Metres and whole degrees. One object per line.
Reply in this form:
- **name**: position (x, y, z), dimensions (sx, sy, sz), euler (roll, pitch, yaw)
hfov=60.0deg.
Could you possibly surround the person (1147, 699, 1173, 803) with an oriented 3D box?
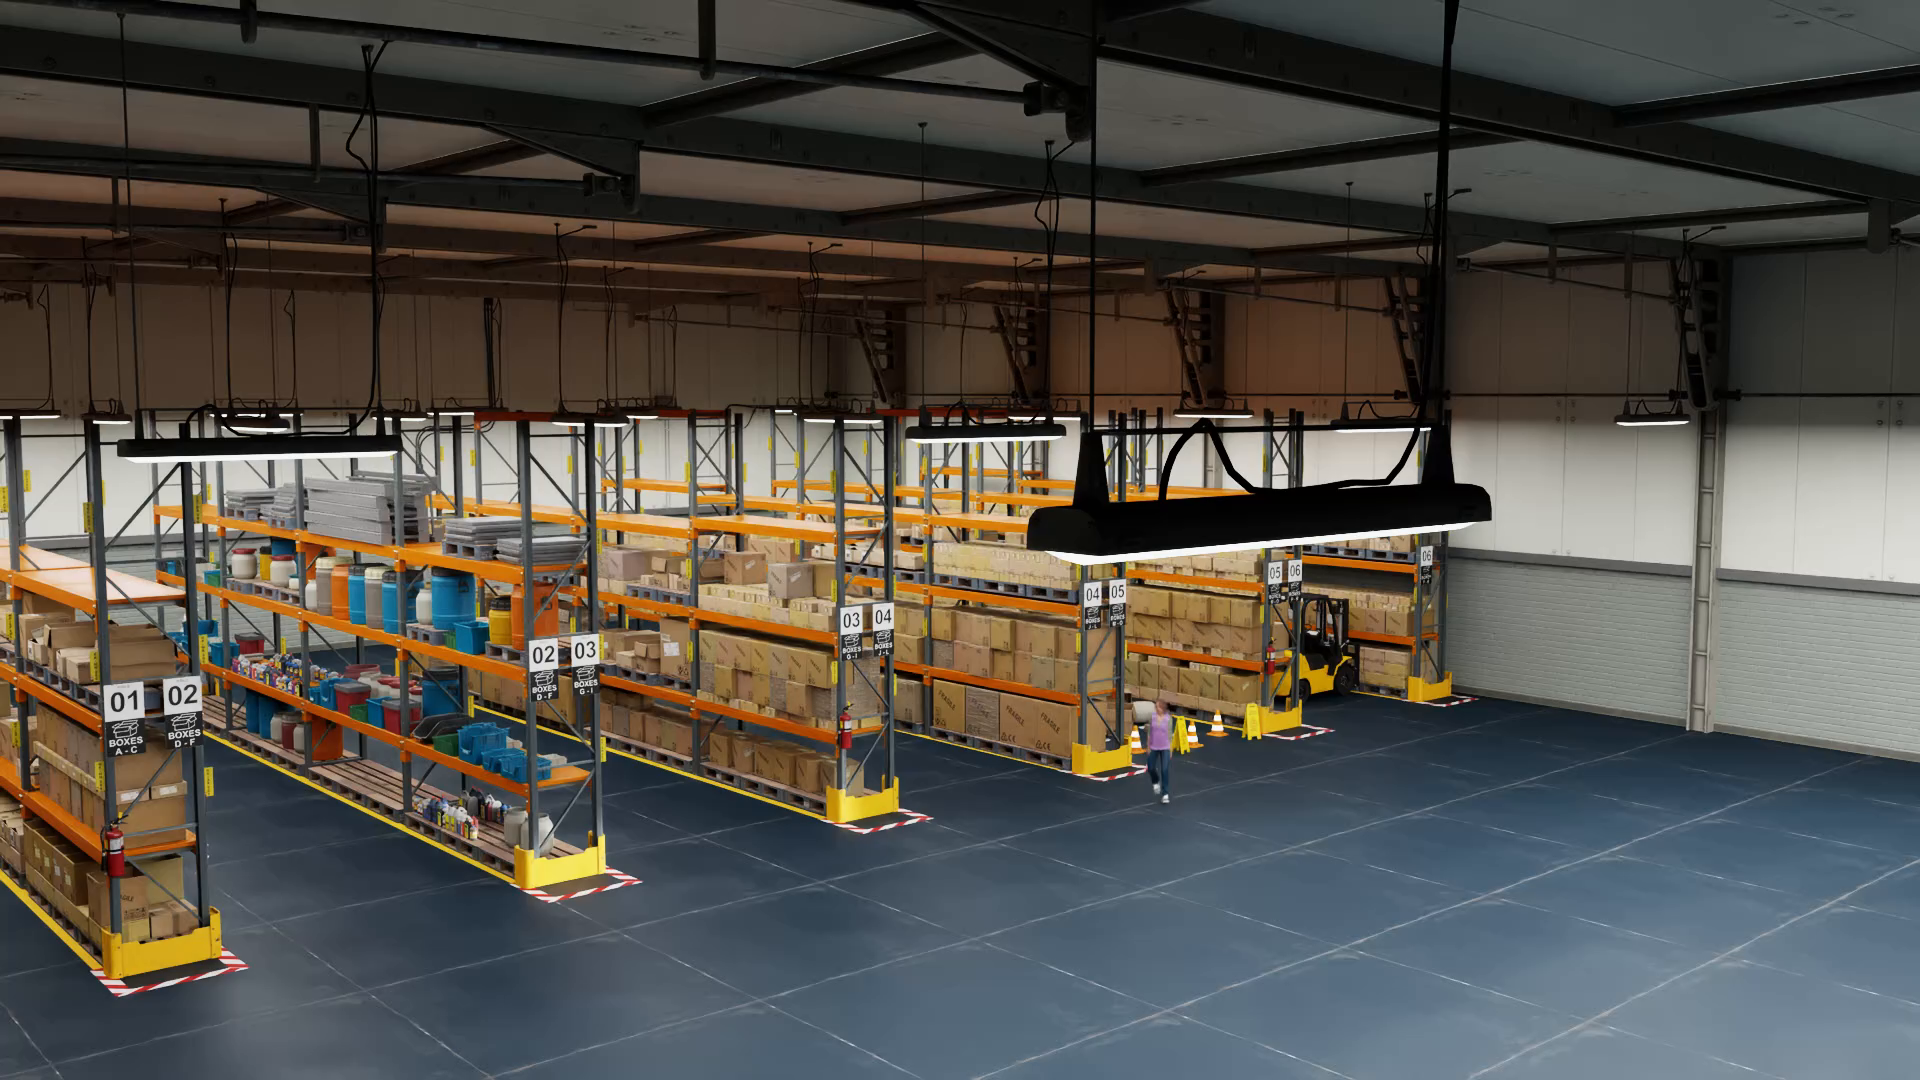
- **person**: position (3.127, 3.250, 25.905), dimensions (0.401, 1.598, 0.557), euler (2, 5, 17)

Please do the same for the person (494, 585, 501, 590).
- **person**: position (-11.427, 1.920, 41.089), dimensions (0.464, 1.619, 1.000), euler (1, 5, 9)

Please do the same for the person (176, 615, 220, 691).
- **person**: position (-16.132, 2.409, 34.887), dimensions (1.060, 1.728, 0.588), euler (-3, 6, -28)
